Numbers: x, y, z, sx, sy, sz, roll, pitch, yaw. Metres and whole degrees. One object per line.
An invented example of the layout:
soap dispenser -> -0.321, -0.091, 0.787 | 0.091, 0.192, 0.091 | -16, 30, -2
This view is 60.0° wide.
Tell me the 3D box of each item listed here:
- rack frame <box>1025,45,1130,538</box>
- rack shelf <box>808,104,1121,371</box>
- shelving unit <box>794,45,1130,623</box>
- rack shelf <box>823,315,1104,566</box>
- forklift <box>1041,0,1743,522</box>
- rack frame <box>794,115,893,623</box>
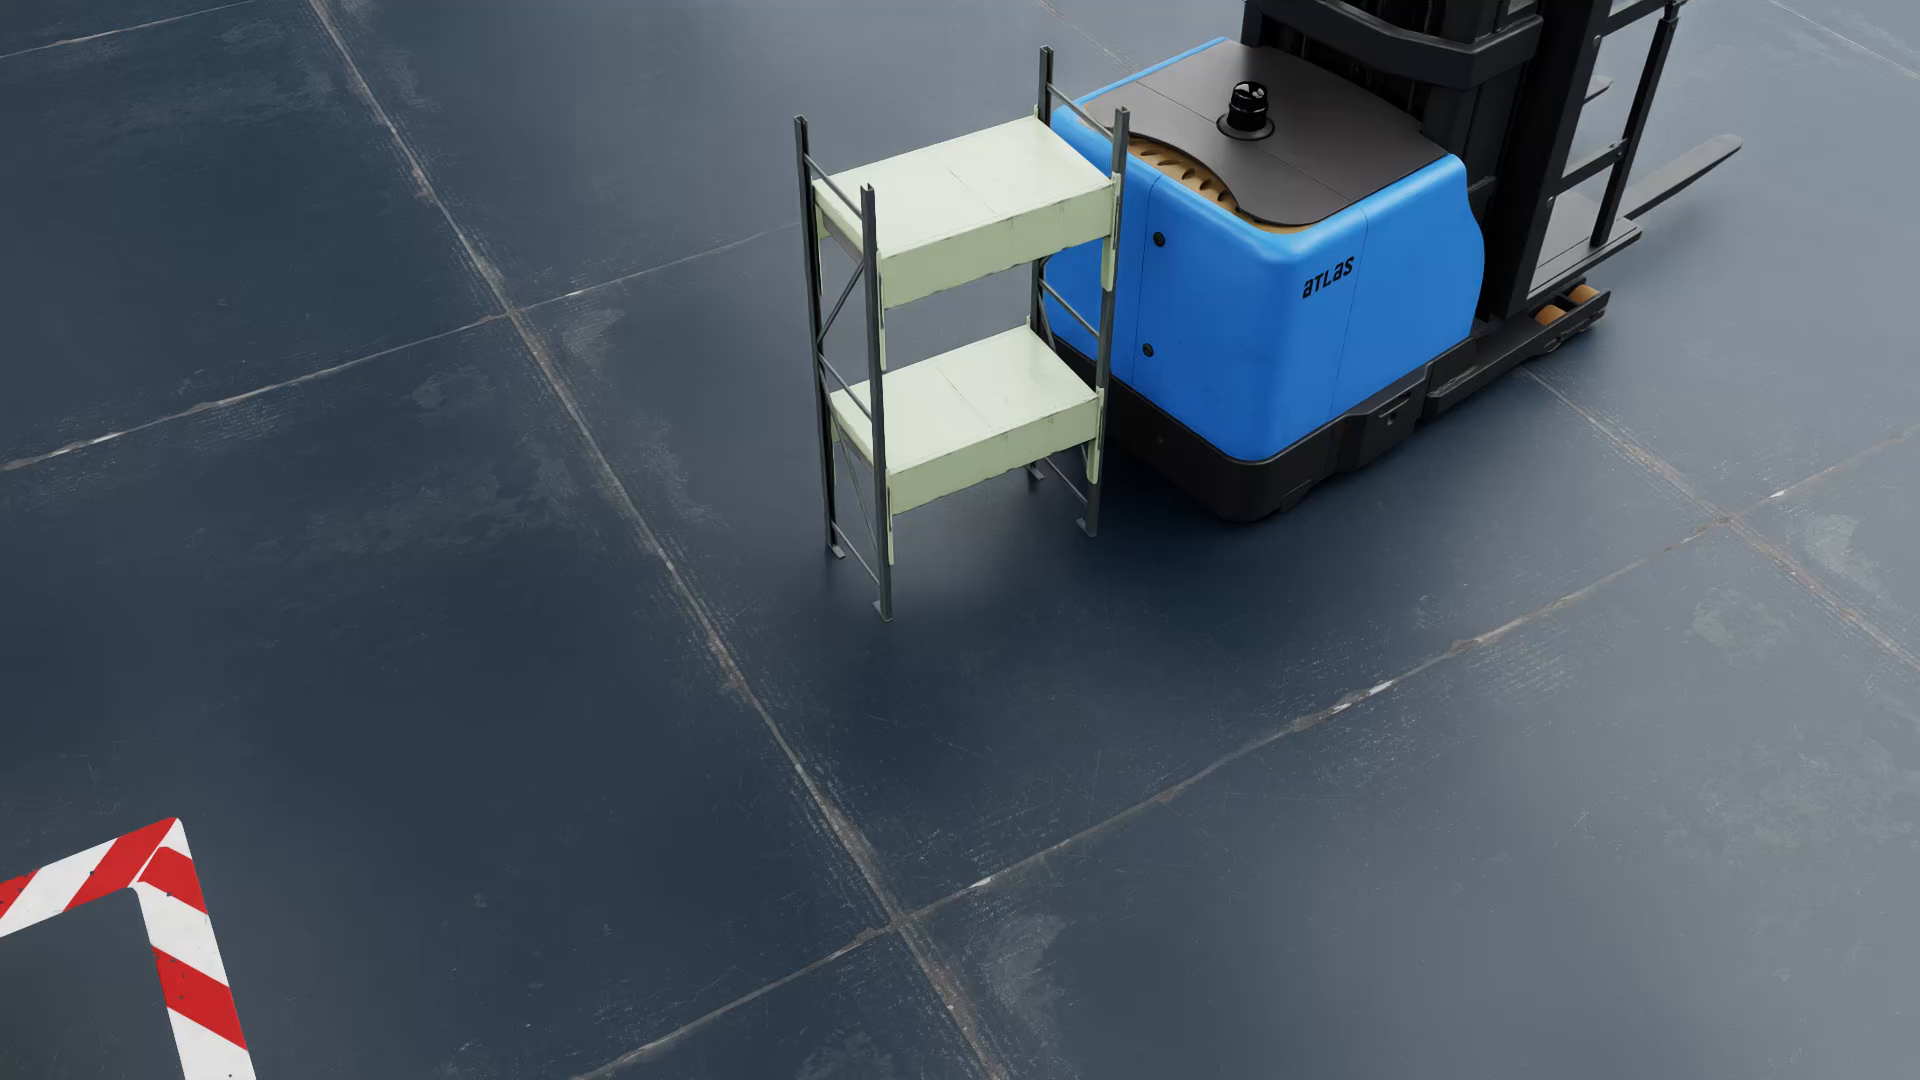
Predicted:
rack frame -> 0.323, -0.668, 4.861 | 0.023, 1.500, 0.400 | -22, 48, -21
rack shelf -> 0.006, -0.821, 4.458 | 0.720, 0.370, 0.431 | -22, 48, -21
shelving unit -> 0.006, -0.541, 4.730 | 0.755, 1.500, 0.431 | -22, 48, -21
rack shelf -> 0.006, -0.307, 4.957 | 0.720, 0.370, 0.431 | -22, 48, -21
forklift -> 1.708, -1.977, 5.183 | 3.031, 2.935, 1.130 | -30, 51, -27
rack frame -> -0.312, -0.414, 4.599 | 0.023, 1.500, 0.400 | -22, 48, -21
